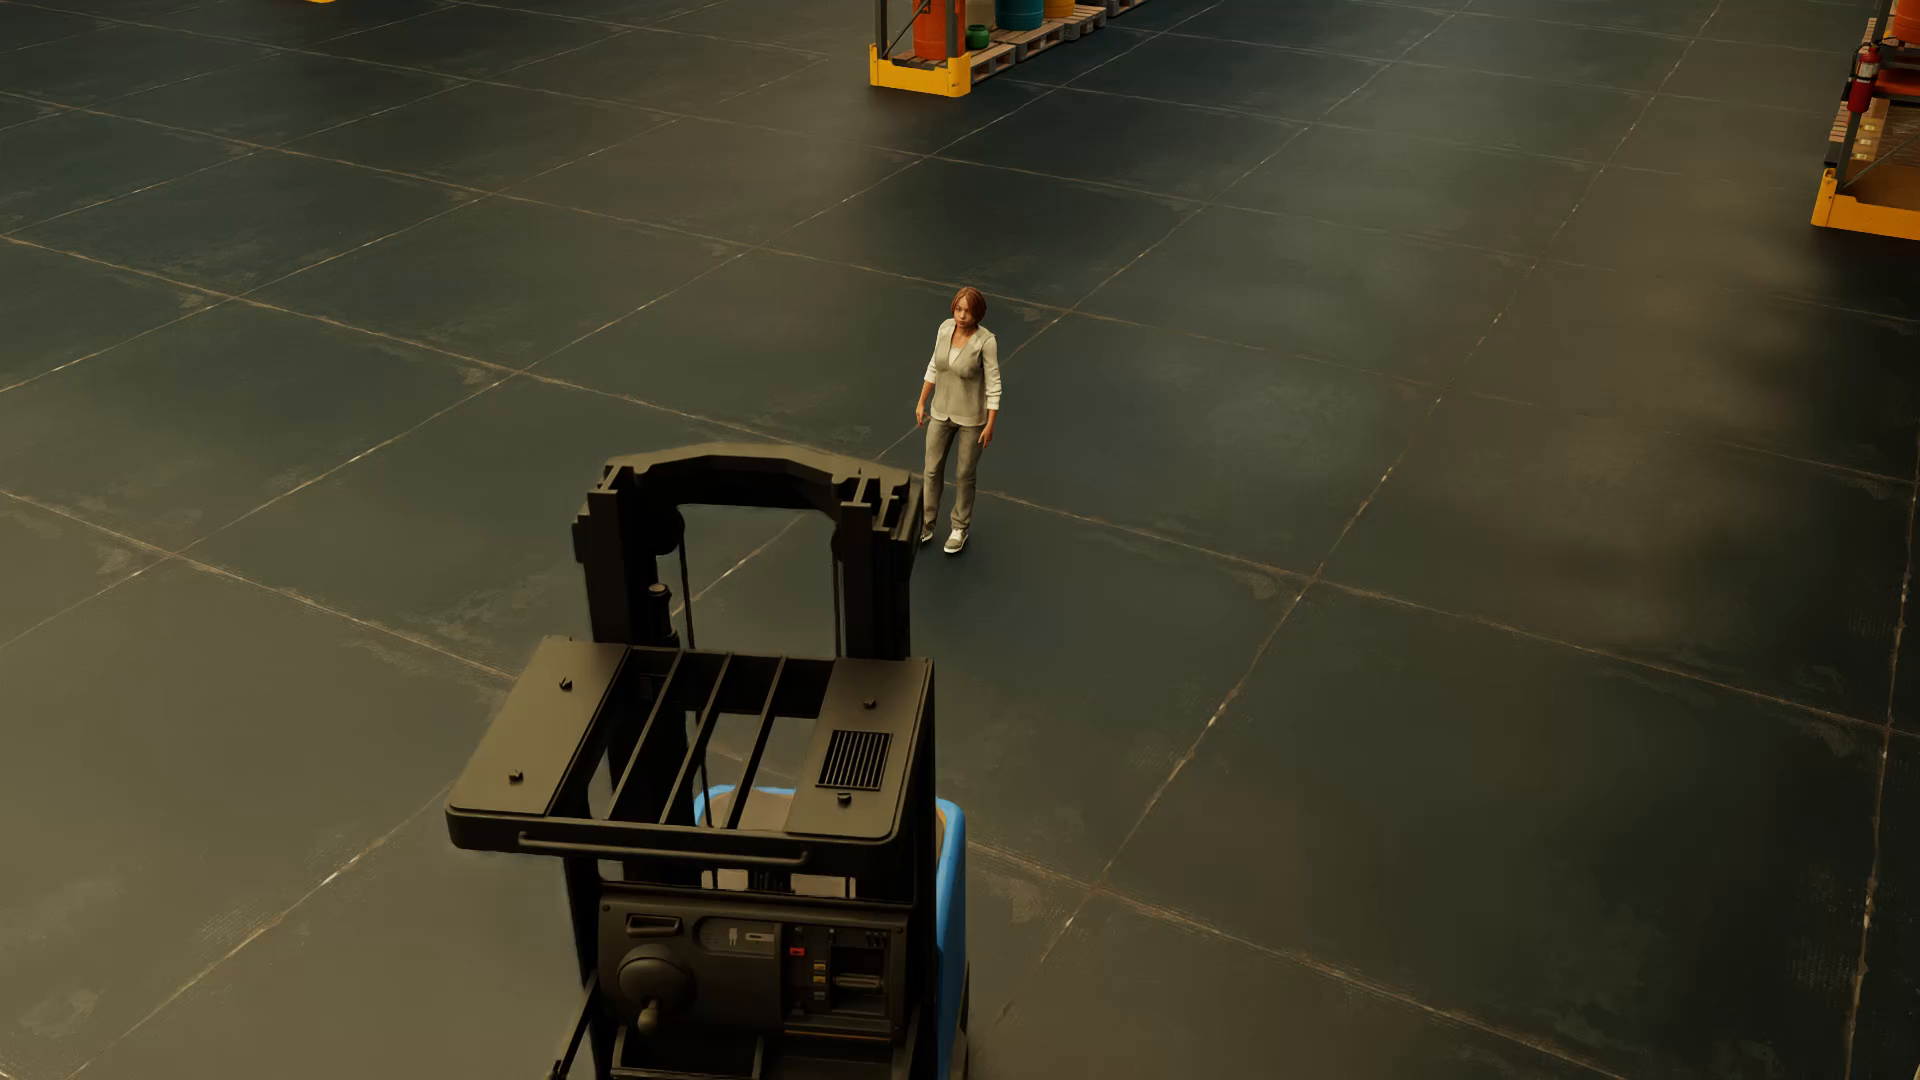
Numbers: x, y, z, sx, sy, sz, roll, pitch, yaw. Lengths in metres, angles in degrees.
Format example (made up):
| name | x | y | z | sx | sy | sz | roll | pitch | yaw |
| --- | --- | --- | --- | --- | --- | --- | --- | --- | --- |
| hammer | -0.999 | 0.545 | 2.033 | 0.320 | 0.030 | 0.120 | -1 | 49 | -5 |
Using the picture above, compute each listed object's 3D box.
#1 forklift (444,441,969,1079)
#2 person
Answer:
| name | x | y | z | sx | sy | sz | roll | pitch | yaw |
| --- | --- | --- | --- | --- | --- | --- | --- | --- | --- |
| forklift | -0.639 | 1.330 | 4.766 | 1.130 | 2.935 | 3.031 | 3 | 30 | 5 |
| person | -0.048 | -0.669 | 9.550 | 0.520 | 1.597 | 0.475 | 15 | 33 | 25 |
